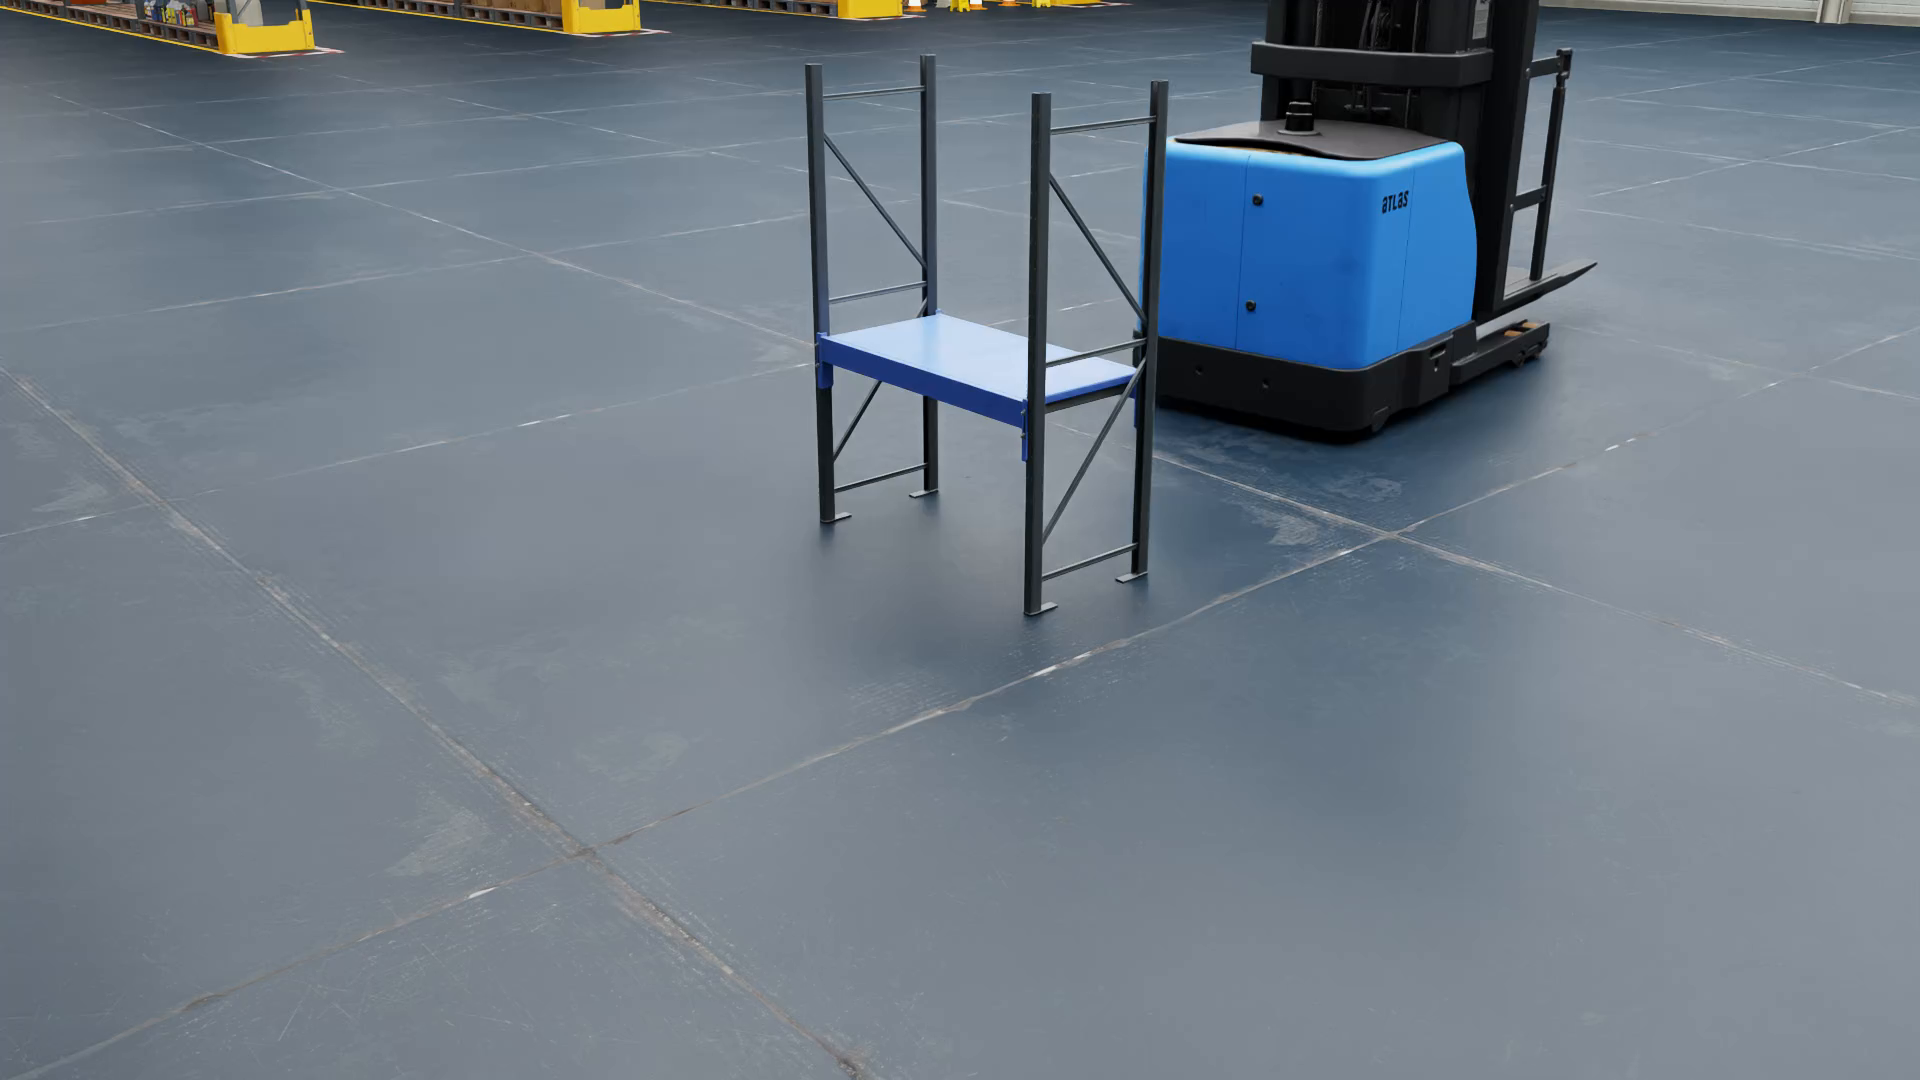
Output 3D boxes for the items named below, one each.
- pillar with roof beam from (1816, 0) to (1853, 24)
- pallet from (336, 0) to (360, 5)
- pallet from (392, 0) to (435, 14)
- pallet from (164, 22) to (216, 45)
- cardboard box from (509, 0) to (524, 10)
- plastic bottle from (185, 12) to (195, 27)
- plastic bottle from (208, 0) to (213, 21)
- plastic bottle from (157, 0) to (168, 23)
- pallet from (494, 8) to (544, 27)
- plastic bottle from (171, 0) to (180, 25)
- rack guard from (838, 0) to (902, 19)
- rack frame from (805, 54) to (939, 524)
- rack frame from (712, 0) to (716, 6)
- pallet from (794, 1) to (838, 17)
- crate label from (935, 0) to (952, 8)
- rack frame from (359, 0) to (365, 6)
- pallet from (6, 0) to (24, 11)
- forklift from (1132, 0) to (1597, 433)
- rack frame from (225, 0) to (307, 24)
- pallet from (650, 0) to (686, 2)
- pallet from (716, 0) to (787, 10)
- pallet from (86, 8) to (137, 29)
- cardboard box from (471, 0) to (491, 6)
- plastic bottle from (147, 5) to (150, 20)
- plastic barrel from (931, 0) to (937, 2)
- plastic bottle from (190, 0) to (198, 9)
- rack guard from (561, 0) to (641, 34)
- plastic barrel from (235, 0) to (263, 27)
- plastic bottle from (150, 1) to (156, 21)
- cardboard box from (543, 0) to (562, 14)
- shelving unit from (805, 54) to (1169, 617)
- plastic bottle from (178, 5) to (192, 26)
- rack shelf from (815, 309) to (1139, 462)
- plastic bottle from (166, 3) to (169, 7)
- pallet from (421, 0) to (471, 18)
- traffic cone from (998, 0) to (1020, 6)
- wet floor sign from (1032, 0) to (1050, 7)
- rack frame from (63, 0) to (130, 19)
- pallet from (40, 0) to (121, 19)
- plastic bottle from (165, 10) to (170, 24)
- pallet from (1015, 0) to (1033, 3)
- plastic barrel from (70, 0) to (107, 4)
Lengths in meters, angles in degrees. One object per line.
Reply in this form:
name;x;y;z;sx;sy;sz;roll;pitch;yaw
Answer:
pillar with roof beam;10.721;-11.459;22.403;9.100;9.000;0.400;-17;27;-37
pallet;-11.024;-10.205;31.250;1.003;0.211;1.213;-17;27;-37
pallet;-9.265;-9.416;29.236;1.003;0.211;1.213;-17;27;-37
pallet;-10.500;-7.152;23.456;1.003;0.211;1.213;-17;27;-37
cardboard box;-6.880;-8.765;26.601;0.500;0.500;0.500;19;29;40
plastic bottle;-10.628;-7.183;22.945;0.097;0.201;0.097;0;21;0
plastic bottle;-10.794;-7.641;24.000;0.061;0.283;0.133;-17;27;-37
plastic bottle;-11.372;-7.581;23.756;0.144;0.351;0.185;-19;28;-40
pallet;-6.690;-8.350;26.513;1.003;0.211;1.213;-17;27;-37
plastic bottle;-10.973;-7.412;23.325;0.144;0.351;0.185;-16;27;-35
rack guard;-1.505;-9.040;27.879;1.175;0.500;0.348;-17;27;-37
rack frame;-0.276;-0.815;5.509;0.500;1.500;0.032;-17;27;-37
rack frame;-4.132;-11.315;30.261;1.000;3.000;0.127;-17;27;-37
pallet;-2.102;-9.114;28.465;1.003;0.211;1.213;-17;27;-37
crate label;-0.274;-9.740;30.163;0.298;0.136;0.250;7;23;18
rack frame;-10.566;-11.268;30.140;1.000;3.000;0.127;-17;27;-37
pallet;-16.458;-9.672;29.890;1.003;0.211;1.213;-17;27;-37
forklift;2.043;-2.242;7.189;1.130;2.935;3.031;17;27;37
rack frame;-9.097;-7.878;21.486;1.000;3.000;0.127;-17;27;-37
pallet;-5.493;-10.550;32.129;1.003;0.211;1.213;-17;27;-37
pallet;-3.695;-9.788;30.186;1.003;0.211;1.213;-17;27;-37
pallet;-13.050;-8.230;26.207;1.003;0.211;1.213;-17;27;-37
cardboard box;-7.725;-9.074;27.391;0.500;0.500;0.500;-18;28;-39
plastic bottle;-11.765;-7.665;24.175;0.097;0.201;0.097;0;21;0
plastic barrel;-0.332;-10.427;31.526;0.512;0.421;0.421;0;21;-1
plastic bottle;-11.178;-7.811;24.344;0.144;0.351;0.185;-17;27;-37
rack guard;-5.394;-7.915;25.006;1.175;0.500;0.348;-17;27;-37
plastic barrel;-9.584;-7.079;22.281;0.421;0.512;0.421;0;21;0
plastic bottle;-11.600;-7.645;24.021;0.152;0.276;0.135;-16;27;-36
cardboard box;-6.156;-8.423;25.727;0.500;0.500;0.500;-10;23;-24
shelving unit;0.056;-0.675;5.150;0.538;1.500;1.048;-17;27;-37
plastic bottle;-10.771;-7.294;23.126;0.152;0.276;0.135;-17;27;-37
rack shelf;0.056;-0.507;5.216;0.538;0.185;1.000;-17;27;-37
plastic bottle;-11.248;-7.512;23.689;0.097;0.271;0.097;0;21;0
pallet;-8.465;-9.079;28.375;1.003;0.211;1.213;-17;27;-37
traffic cone;0.905;-10.047;30.501;0.336;0.463;0.334;-17;27;-37
wet floor sign;1.477;-10.013;30.165;0.267;0.644;0.232;-8;23;-19
rack frame;-14.319;-10.089;27.129;1.000;3.000;0.127;-17;27;-37
pallet;-14.865;-8.998;28.168;1.003;0.211;1.213;-17;27;-37
plastic bottle;-11.205;-7.428;23.569;0.097;0.201;0.097;0;21;0
pallet;1.610;-10.372;31.676;1.003;0.211;1.213;-17;27;-37
plastic barrel;-14.651;-9.405;27.783;0.600;0.830;0.708;-17;27;-37
